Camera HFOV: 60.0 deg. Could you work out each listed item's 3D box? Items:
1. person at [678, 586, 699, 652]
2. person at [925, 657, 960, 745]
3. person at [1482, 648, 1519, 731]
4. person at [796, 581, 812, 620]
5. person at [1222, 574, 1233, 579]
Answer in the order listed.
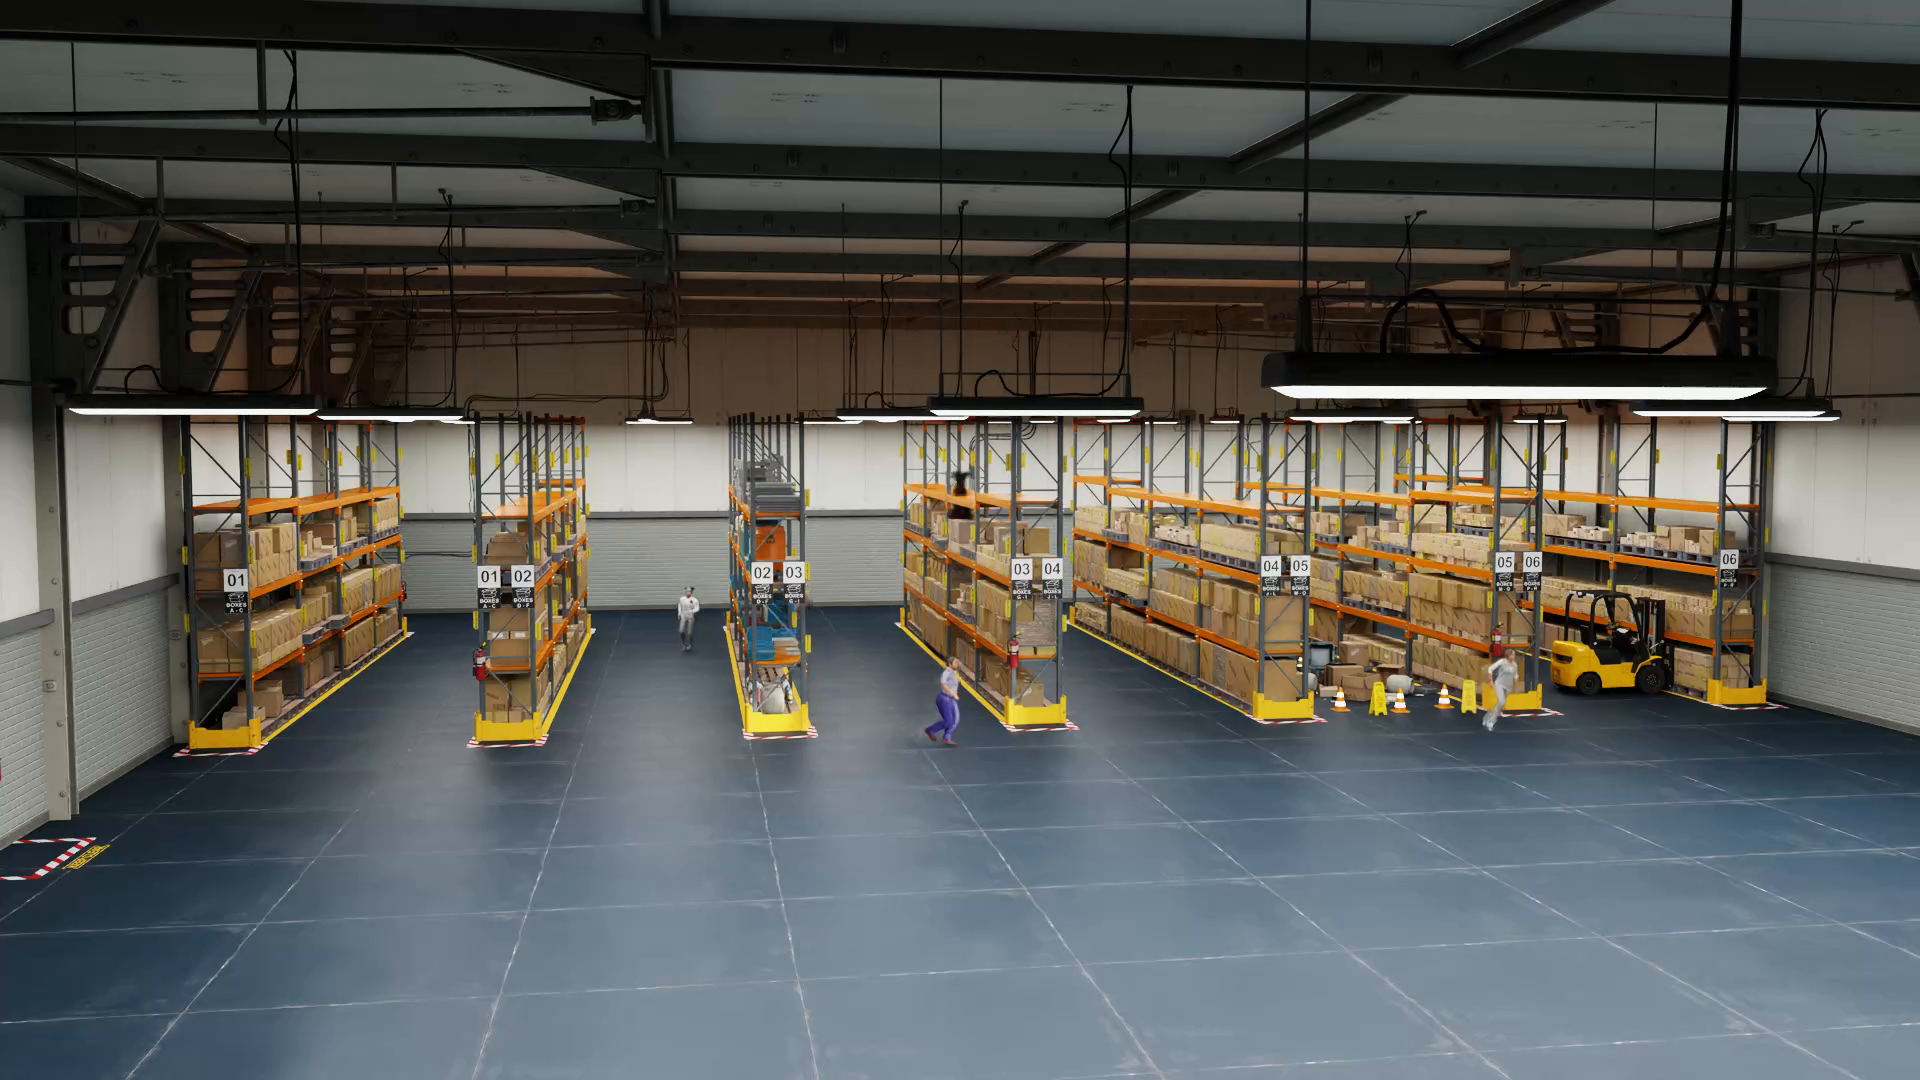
[{"bbox_3d":[-6.951,2.016,42.456,0.610,1.696,0.619,0,4,7],"label":"person"},{"bbox_3d":[-0.317,2.896,29.981,0.639,1.606,0.588,1,4,17],"label":"person"},{"bbox_3d":[10.181,2.802,31.330,0.680,1.530,0.726,-1,4,-21],"label":"person"},{"bbox_3d":[-4.703,1.559,49.149,0.622,1.616,0.608,1,4,12],"label":"person"},{"bbox_3d":[8.191,1.433,50.548,0.625,1.727,0.651,0,4,-4],"label":"person"}]
